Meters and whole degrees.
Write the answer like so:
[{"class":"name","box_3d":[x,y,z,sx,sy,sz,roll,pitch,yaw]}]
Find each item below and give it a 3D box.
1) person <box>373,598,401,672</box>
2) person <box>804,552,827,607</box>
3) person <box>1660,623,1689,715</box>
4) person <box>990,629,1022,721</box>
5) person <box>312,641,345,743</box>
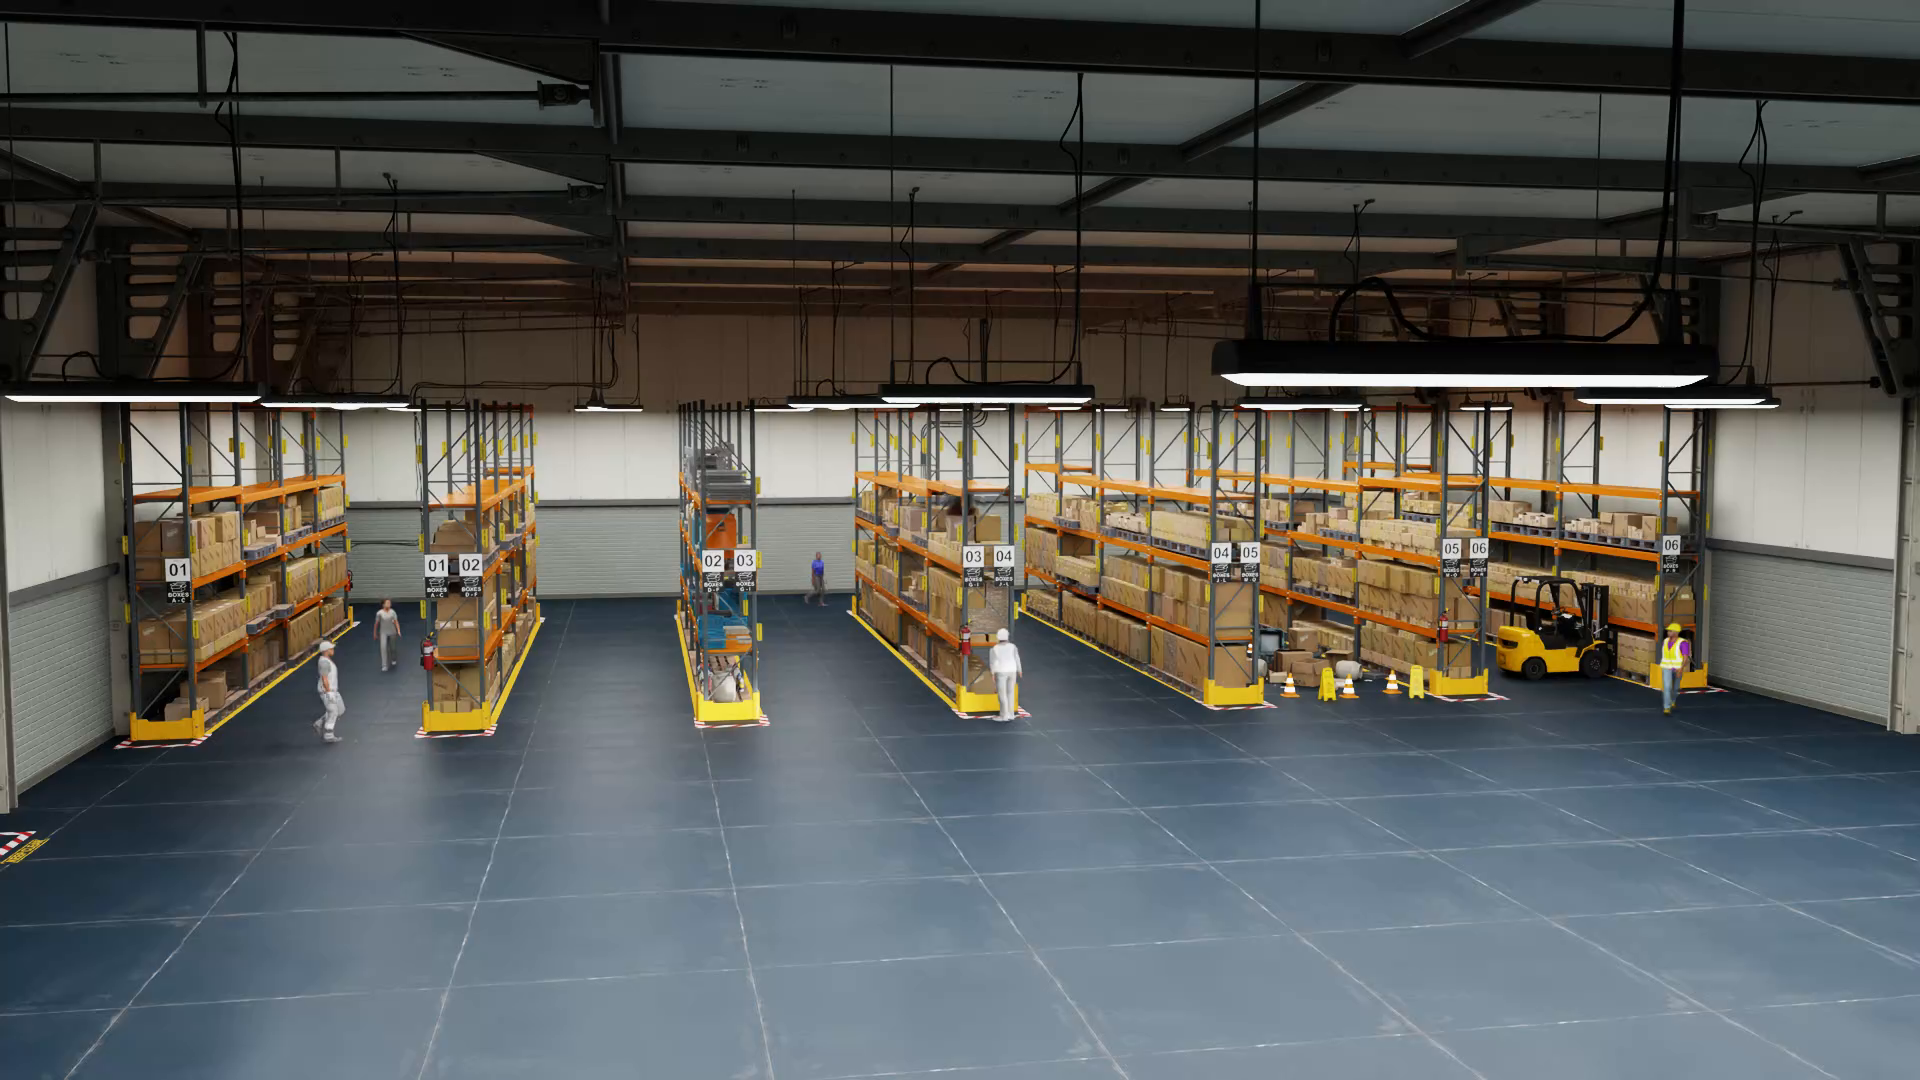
[{"class":"person","box_3d":[-12.838,2.103,37.271,0.609,1.621,1.064,-1,4,-14]},{"class":"person","box_3d":[-4.274,1.166,49.518,0.656,1.630,0.498,2,5,21]},{"class":"person","box_3d":[13.659,2.460,31.825,0.484,1.728,1.063,1,4,14]},{"class":"person","box_3d":[0.871,2.508,31.102,0.660,1.760,0.471,-2,5,-21]},{"class":"person","box_3d":[-11.035,2.640,28.941,0.533,1.771,0.571,0,4,-6]}]
